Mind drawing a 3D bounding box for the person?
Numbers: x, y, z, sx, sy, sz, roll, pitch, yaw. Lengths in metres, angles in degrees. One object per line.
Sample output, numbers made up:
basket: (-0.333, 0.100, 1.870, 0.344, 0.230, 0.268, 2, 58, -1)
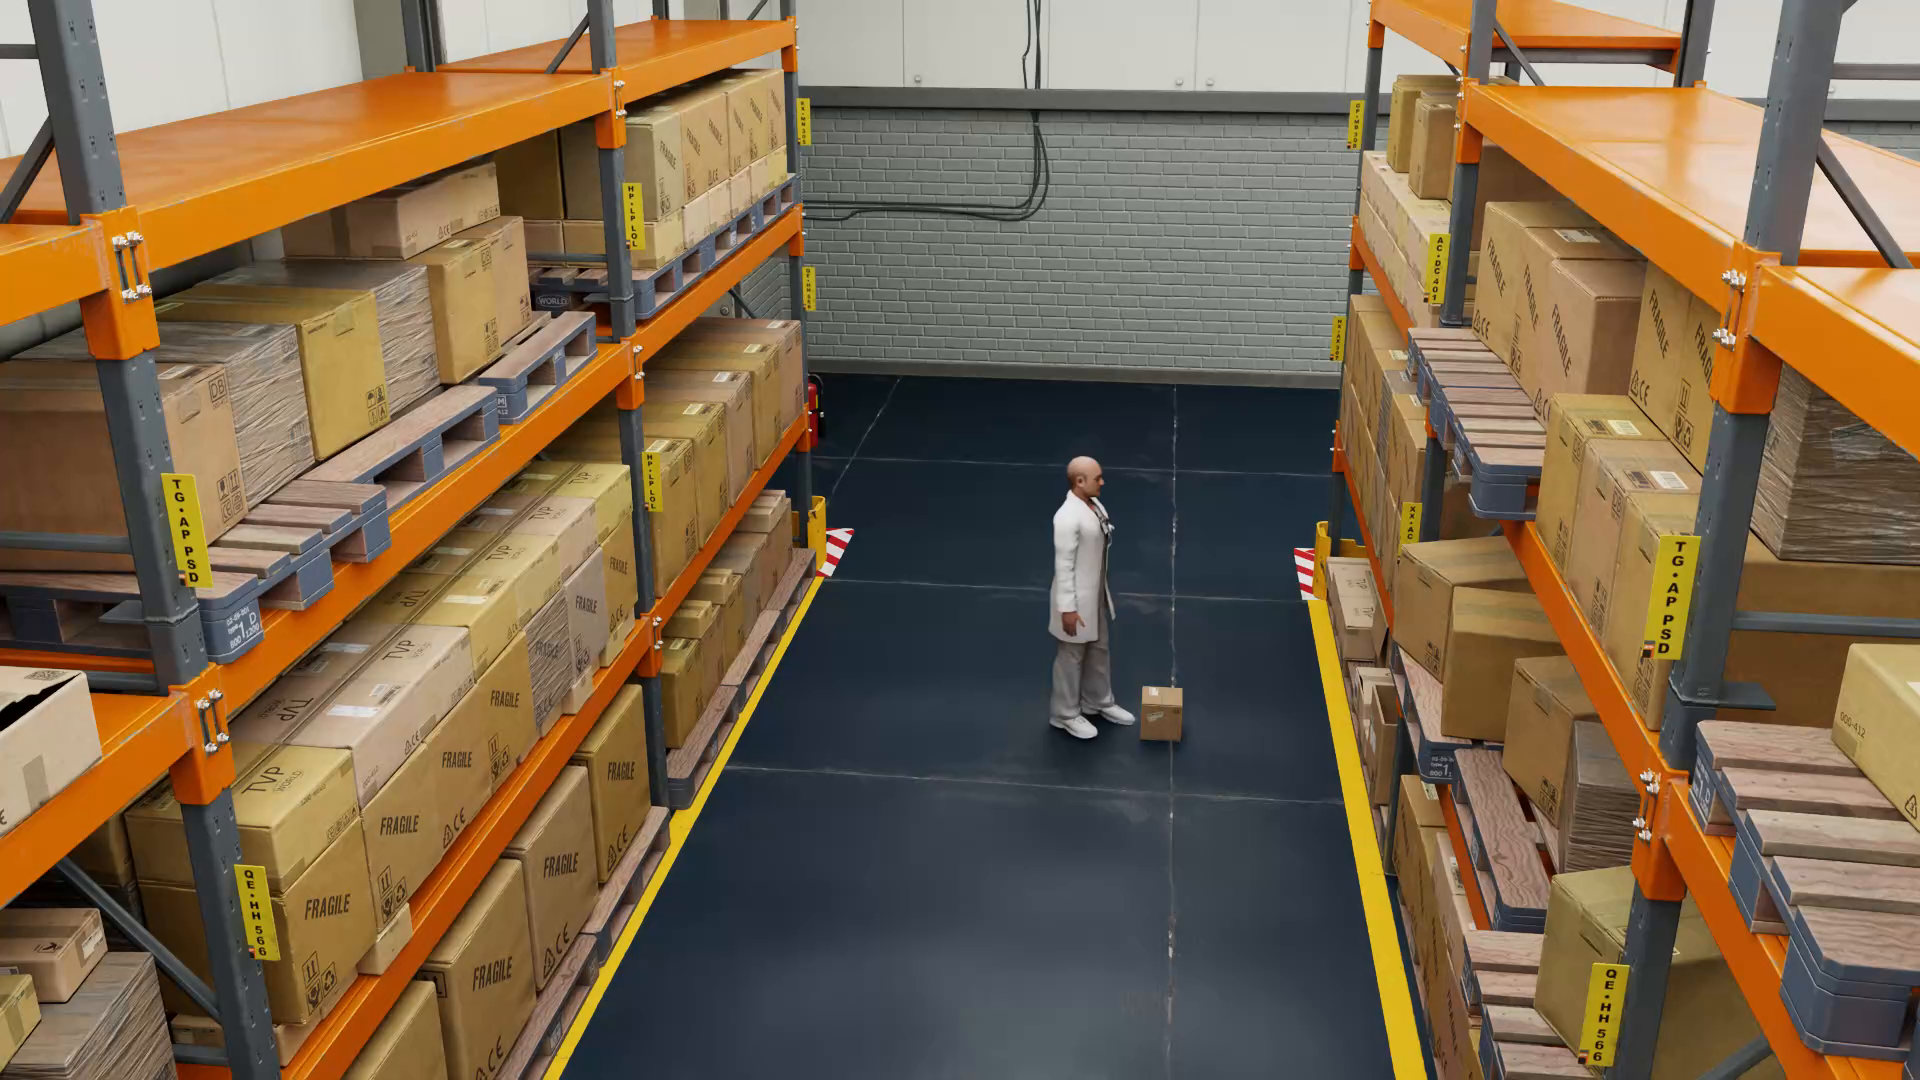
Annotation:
person: (0.800, 0.363, 10.144, 0.494, 1.798, 0.637, 9, 23, 22)
